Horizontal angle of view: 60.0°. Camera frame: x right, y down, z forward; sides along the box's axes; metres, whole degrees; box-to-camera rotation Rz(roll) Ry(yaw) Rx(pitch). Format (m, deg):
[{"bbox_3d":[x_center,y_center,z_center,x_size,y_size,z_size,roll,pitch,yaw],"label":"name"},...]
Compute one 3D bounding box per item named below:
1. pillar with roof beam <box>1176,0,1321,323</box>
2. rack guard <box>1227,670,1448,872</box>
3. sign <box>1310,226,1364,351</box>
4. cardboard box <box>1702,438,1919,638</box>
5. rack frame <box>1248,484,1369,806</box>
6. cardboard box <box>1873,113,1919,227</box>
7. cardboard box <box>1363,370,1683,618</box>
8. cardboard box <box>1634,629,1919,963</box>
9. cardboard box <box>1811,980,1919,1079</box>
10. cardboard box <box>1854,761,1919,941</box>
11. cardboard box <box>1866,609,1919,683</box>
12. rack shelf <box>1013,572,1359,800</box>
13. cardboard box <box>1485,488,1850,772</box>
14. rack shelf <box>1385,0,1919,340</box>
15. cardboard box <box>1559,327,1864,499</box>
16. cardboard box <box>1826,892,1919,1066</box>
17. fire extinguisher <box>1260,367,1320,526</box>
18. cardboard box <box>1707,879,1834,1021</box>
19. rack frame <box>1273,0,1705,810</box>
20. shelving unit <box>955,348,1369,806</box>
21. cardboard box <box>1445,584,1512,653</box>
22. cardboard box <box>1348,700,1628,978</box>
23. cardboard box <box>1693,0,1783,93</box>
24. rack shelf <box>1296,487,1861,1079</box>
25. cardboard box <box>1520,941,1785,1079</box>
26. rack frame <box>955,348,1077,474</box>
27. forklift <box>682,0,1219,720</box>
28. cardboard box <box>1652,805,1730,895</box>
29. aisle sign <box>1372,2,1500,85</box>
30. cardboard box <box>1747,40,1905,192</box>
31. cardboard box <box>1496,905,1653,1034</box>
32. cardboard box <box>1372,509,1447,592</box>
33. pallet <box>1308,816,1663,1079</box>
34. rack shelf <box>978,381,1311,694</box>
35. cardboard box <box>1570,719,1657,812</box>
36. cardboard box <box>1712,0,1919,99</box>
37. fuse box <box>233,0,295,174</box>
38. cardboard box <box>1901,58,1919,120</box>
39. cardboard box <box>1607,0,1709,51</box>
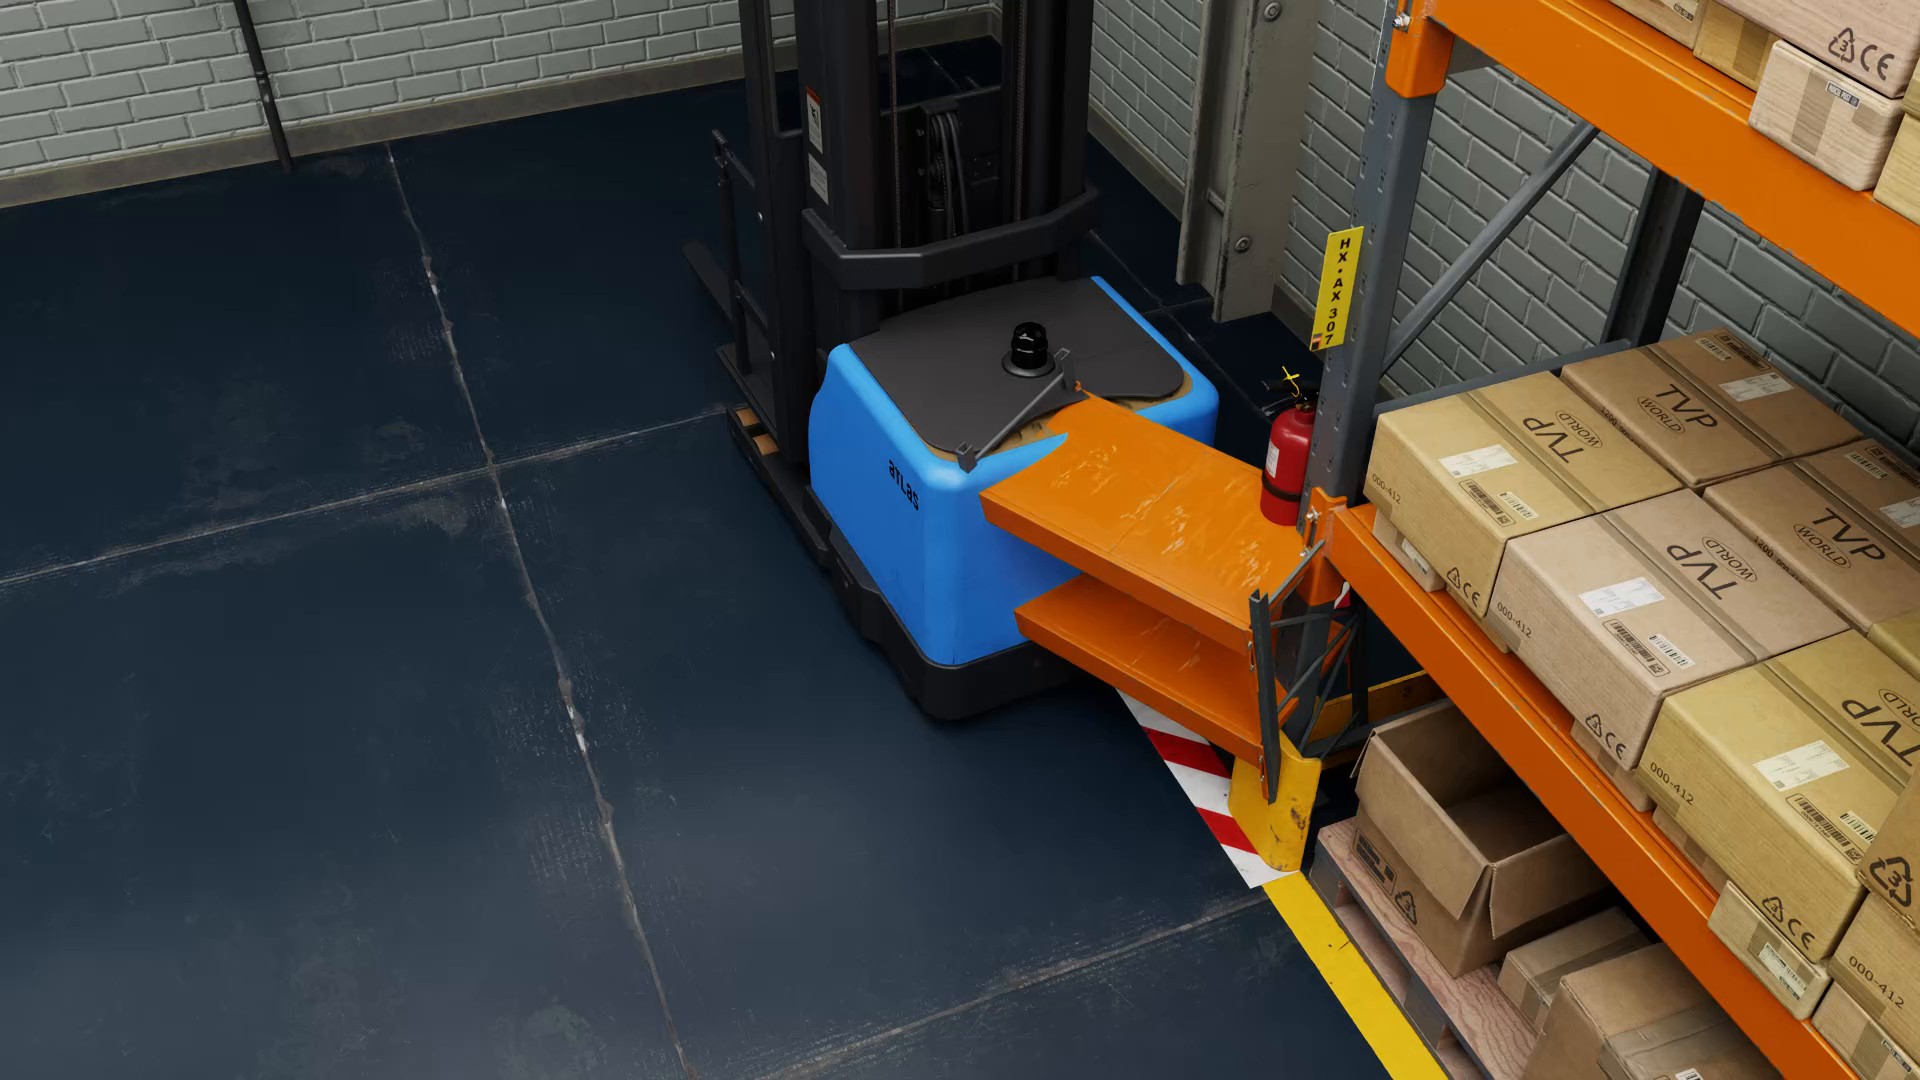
[{"bbox_3d":[-2.772,-3.455,3.367,9.100,9.000,0.400,-15,43,-17],"label":"pillar with roof beam"},{"bbox_3d":[1.434,0.588,5.183,1.175,0.500,0.348,-15,43,-17],"label":"rack guard"},{"bbox_3d":[0.903,-0.598,3.981,0.100,0.325,0.005,-15,43,-17],"label":"sign"},{"bbox_3d":[2.022,0.060,3.766,0.500,0.250,0.500,-15,43,-17],"label":"cardboard box"},{"bbox_3d":[1.014,0.361,4.752,0.032,1.125,0.500,28,61,33],"label":"rack frame"},{"bbox_3d":[1.626,-0.556,2.488,0.380,0.149,0.250,-15,43,-17],"label":"cardboard box"},{"bbox_3d":[1.329,-0.121,3.977,0.500,0.250,0.500,-15,43,-17],"label":"cardboard box"},{"bbox_3d":[1.720,0.487,3.270,0.500,0.250,0.500,-16,43,-18],"label":"cardboard box"},{"bbox_3d":[1.844,0.898,3.098,0.380,0.149,0.250,-14,43,-16],"label":"cardboard box"},{"bbox_3d":[1.904,0.498,2.682,0.500,0.500,0.500,-14,43,-16],"label":"cardboard box"},{"bbox_3d":[2.207,0.360,3.418,0.500,0.250,0.500,-14,43,-16],"label":"cardboard box"},{"bbox_3d":[0.684,0.319,5.208,1.000,0.278,0.538,28,61,33],"label":"rack shelf"},{"bbox_3d":[1.523,0.183,3.624,0.500,0.250,0.500,-15,43,-16],"label":"cardboard box"},{"bbox_3d":[2.170,-0.065,2.277,1.077,0.370,4.000,-15,43,-17],"label":"rack shelf"},{"bbox_3d":[1.826,-0.251,4.128,0.500,0.250,0.500,-14,43,-16],"label":"cardboard box"},{"bbox_3d":[1.935,0.790,2.918,0.500,0.250,0.500,-16,43,-18],"label":"cardboard box"},{"bbox_3d":[0.921,-0.208,4.537,0.296,0.674,0.183,-15,43,-17],"label":"fire extinguisher"},{"bbox_3d":[1.724,0.744,3.276,0.380,0.149,0.250,-16,43,-18],"label":"cardboard box"},{"bbox_3d":[1.405,-0.406,4.421,1.000,3.000,0.127,-15,43,-17],"label":"rack frame"},{"bbox_3d":[0.639,0.159,5.029,1.048,1.125,0.538,28,61,33],"label":"shelving unit"},{"bbox_3d":[1.417,0.098,4.028,0.380,0.149,0.250,-14,43,-16],"label":"cardboard box"},{"bbox_3d":[1.551,0.774,4.642,0.797,0.503,0.637,-17,43,-19],"label":"cardboard box"},{"bbox_3d":[1.519,-0.888,2.874,0.380,0.149,0.250,-15,43,-17],"label":"cardboard box"},{"bbox_3d":[2.170,1.072,3.255,1.077,0.370,4.000,-15,43,-17],"label":"rack shelf"},{"bbox_3d":[1.842,1.300,4.033,0.700,0.500,0.500,-13,42,-15],"label":"cardboard box"},{"bbox_3d":[0.264,-0.044,5.305,0.032,1.125,0.500,28,61,33],"label":"rack frame"},{"bbox_3d":[-0.277,-1.479,5.722,1.130,2.935,3.031,-18,44,-20],"label":"forklift"},{"bbox_3d":[1.697,0.573,3.475,0.380,0.149,0.250,-14,43,-16],"label":"cardboard box"},{"bbox_3d":[1.107,-1.359,3.536,0.394,0.787,0.004,-15,43,-17],"label":"aisle sign"},{"bbox_3d":[1.519,-0.712,2.669,0.380,0.149,0.250,-14,43,-16],"label":"cardboard box"},{"bbox_3d":[1.678,1.174,4.449,0.380,0.149,0.250,-17,43,-19],"label":"cardboard box"},{"bbox_3d":[1.277,-0.044,4.193,0.380,0.149,0.250,-15,43,-17],"label":"cardboard box"},{"bbox_3d":[1.740,1.178,4.719,1.003,0.211,1.213,-15,43,-17],"label":"pallet"},{"bbox_3d":[0.584,-0.033,4.814,1.000,0.278,0.538,28,61,33],"label":"rack shelf"},{"bbox_3d":[1.590,0.415,3.660,0.380,0.149,0.250,-14,43,-16],"label":"cardboard box"},{"bbox_3d":[1.535,-0.962,2.655,0.500,0.250,0.500,-14,43,-16],"label":"cardboard box"},{"bbox_3d":[-3.362,-2.504,7.849,0.539,1.711,0.414,-15,43,-17],"label":"fuse box"},{"bbox_3d":[1.720,-0.651,2.293,0.500,0.250,0.500,-16,43,-18],"label":"cardboard box"},{"bbox_3d":[1.436,-1.046,3.058,0.380,0.149,0.250,-14,43,-16],"label":"cardboard box"}]
